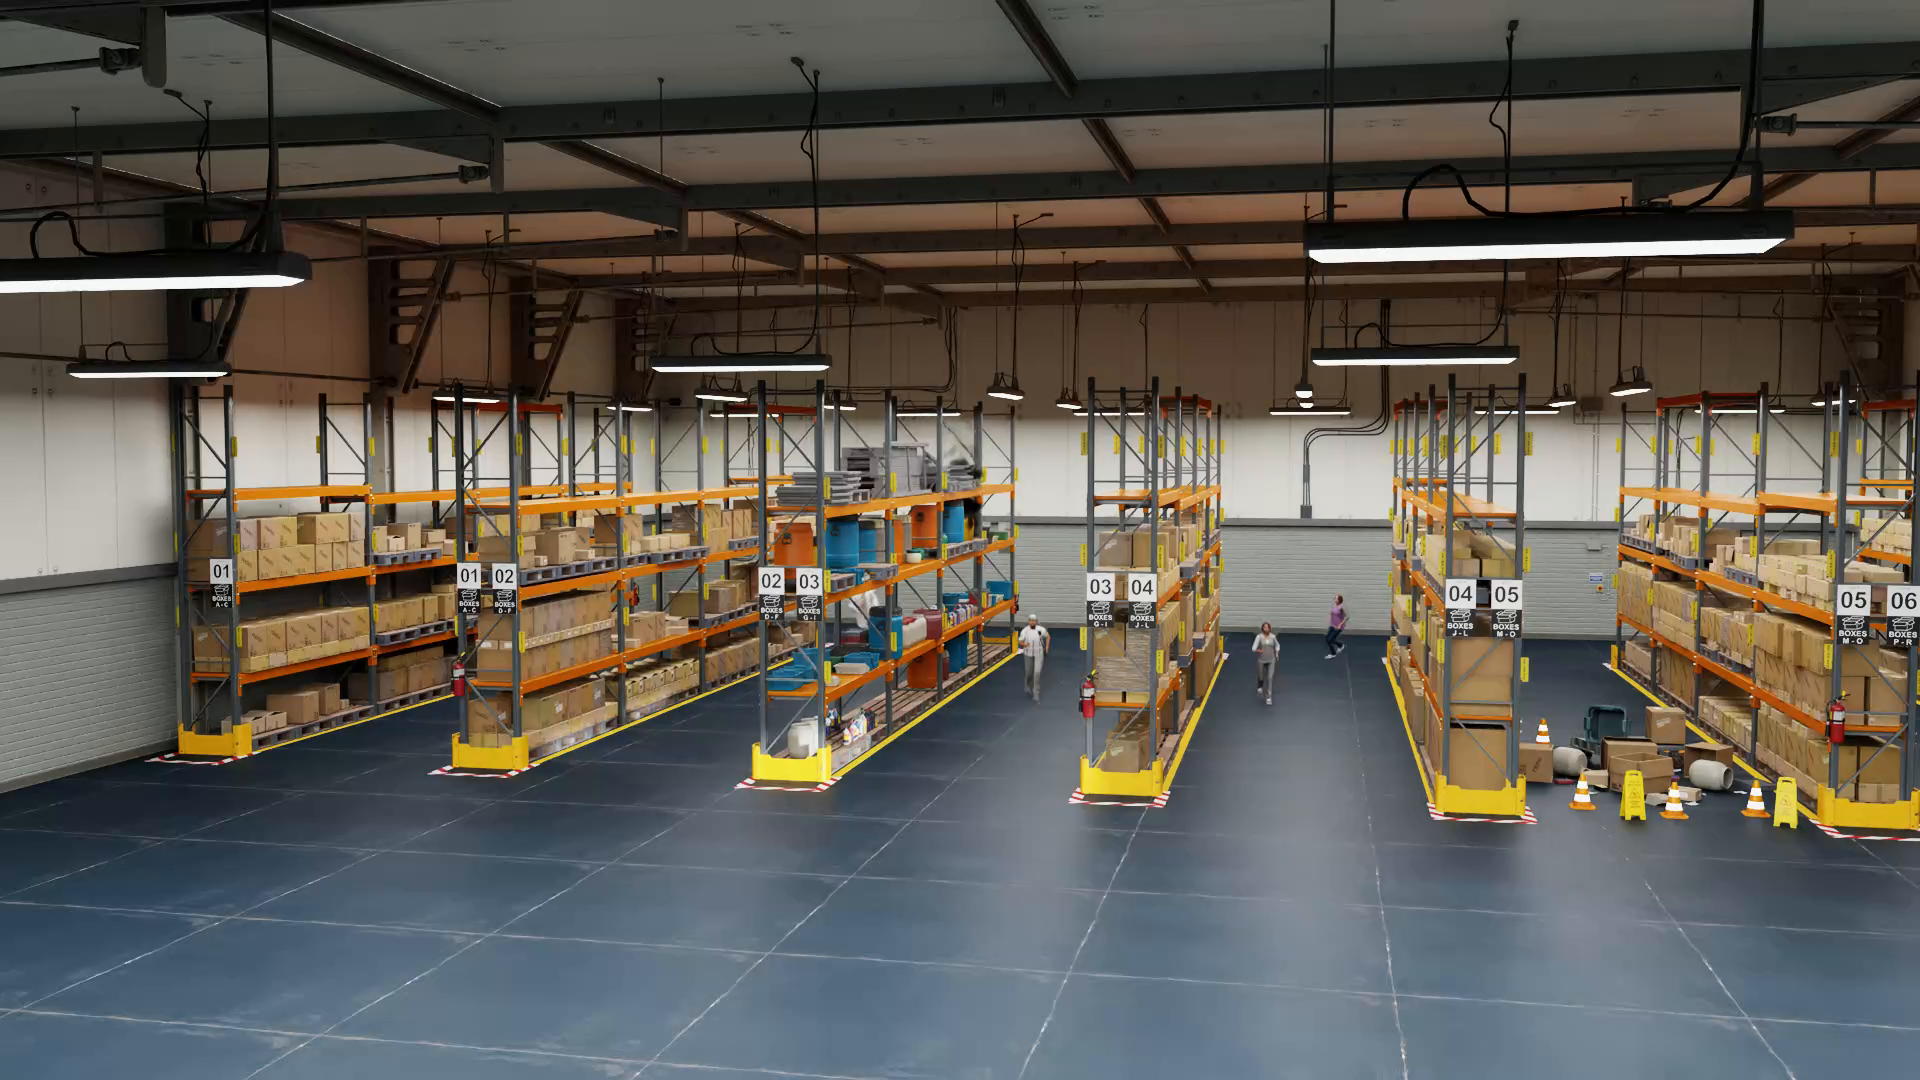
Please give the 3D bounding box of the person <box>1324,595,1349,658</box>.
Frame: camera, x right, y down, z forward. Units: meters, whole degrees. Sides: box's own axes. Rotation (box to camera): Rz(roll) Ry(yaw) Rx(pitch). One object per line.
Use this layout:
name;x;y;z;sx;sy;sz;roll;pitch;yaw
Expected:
person;8.906;2.059;39.259;0.498;1.528;0.587;-2;4;-29

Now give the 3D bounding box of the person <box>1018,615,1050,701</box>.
person;1.480;2.319;33.187;0.615;1.686;0.936;0;3;7

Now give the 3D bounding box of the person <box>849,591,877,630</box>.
person;-2.329;1.871;40.570;0.770;1.762;0.736;0;3;-4

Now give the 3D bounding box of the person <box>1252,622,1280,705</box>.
person;5.990;2.389;32.524;0.551;1.573;0.817;0;3;4
